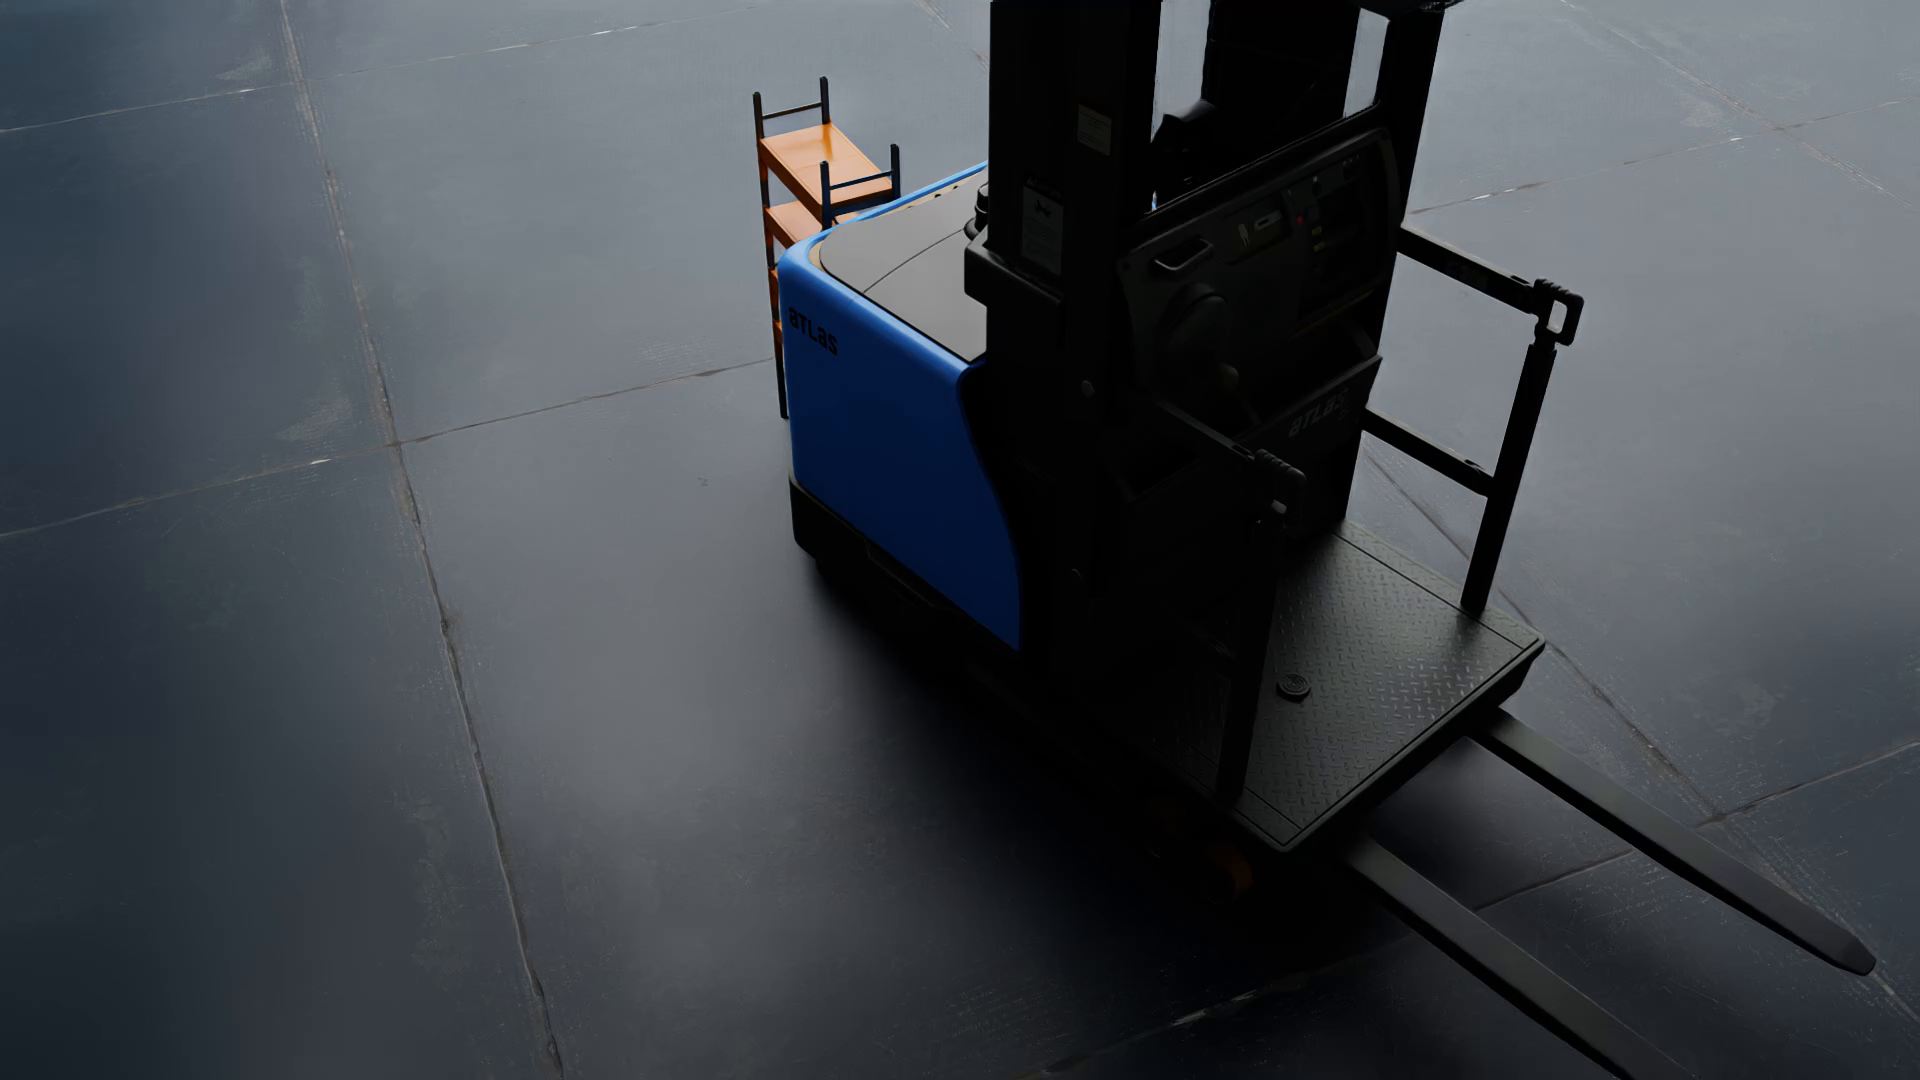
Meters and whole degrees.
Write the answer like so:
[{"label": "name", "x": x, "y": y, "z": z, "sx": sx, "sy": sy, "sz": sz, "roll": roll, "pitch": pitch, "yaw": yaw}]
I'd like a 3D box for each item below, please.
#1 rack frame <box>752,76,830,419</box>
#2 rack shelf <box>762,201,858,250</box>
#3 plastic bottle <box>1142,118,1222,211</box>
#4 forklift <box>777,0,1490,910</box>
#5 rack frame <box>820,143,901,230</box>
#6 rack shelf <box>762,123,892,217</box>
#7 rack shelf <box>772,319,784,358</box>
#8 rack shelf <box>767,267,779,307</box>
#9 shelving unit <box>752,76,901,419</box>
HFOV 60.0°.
[{"label": "rack frame", "x": -0.510, "y": -0.912, "z": 5.391, "sx": 0.240, "sy": 1.200, "sz": 0.015, "roll": -19, "pitch": 44, "yaw": -21}, {"label": "rack shelf", "x": -0.396, "y": -0.890, "z": 5.125, "sx": 0.258, "sy": 0.148, "sz": 0.480, "roll": -19, "pitch": 44, "yaw": -21}, {"label": "plastic bottle", "x": -4.962, "y": -12.824, "z": 18.501, "sx": 4.394, "sy": 1.202, "sz": 39.379, "roll": -15, "pitch": 43, "yaw": -17}, {"label": "forklift", "x": 0.475, "y": -0.817, "z": 4.002, "sx": 1.129, "sy": 2.867, "sz": 1.939, "roll": -30, "pitch": 49, "yaw": -30}, {"label": "rack frame", "x": -0.281, "y": -0.631, "z": 5.064, "sx": 0.240, "sy": 1.200, "sz": 0.015, "roll": -19, "pitch": 44, "yaw": -21}, {"label": "rack shelf", "x": -0.396, "y": -1.099, "z": 4.946, "sx": 0.221, "sy": 0.050, "sz": 0.457, "roll": -19, "pitch": 44, "yaw": -21}, {"label": "rack shelf", "x": -0.396, "y": -0.570, "z": 5.401, "sx": 0.258, "sy": 0.148, "sz": 0.480, "roll": -19, "pitch": 44, "yaw": -21}, {"label": "rack shelf", "x": -5.350, "y": -9.488, "z": 14.437, "sx": 3.388, "sy": 1.490, "sz": 27.500, "roll": -19, "pitch": 44, "yaw": -21}, {"label": "shelving unit", "x": -5.348, "y": -9.311, "z": 14.583, "sx": 3.388, "sy": 1.949, "sz": 27.512, "roll": -19, "pitch": 44, "yaw": -21}]
